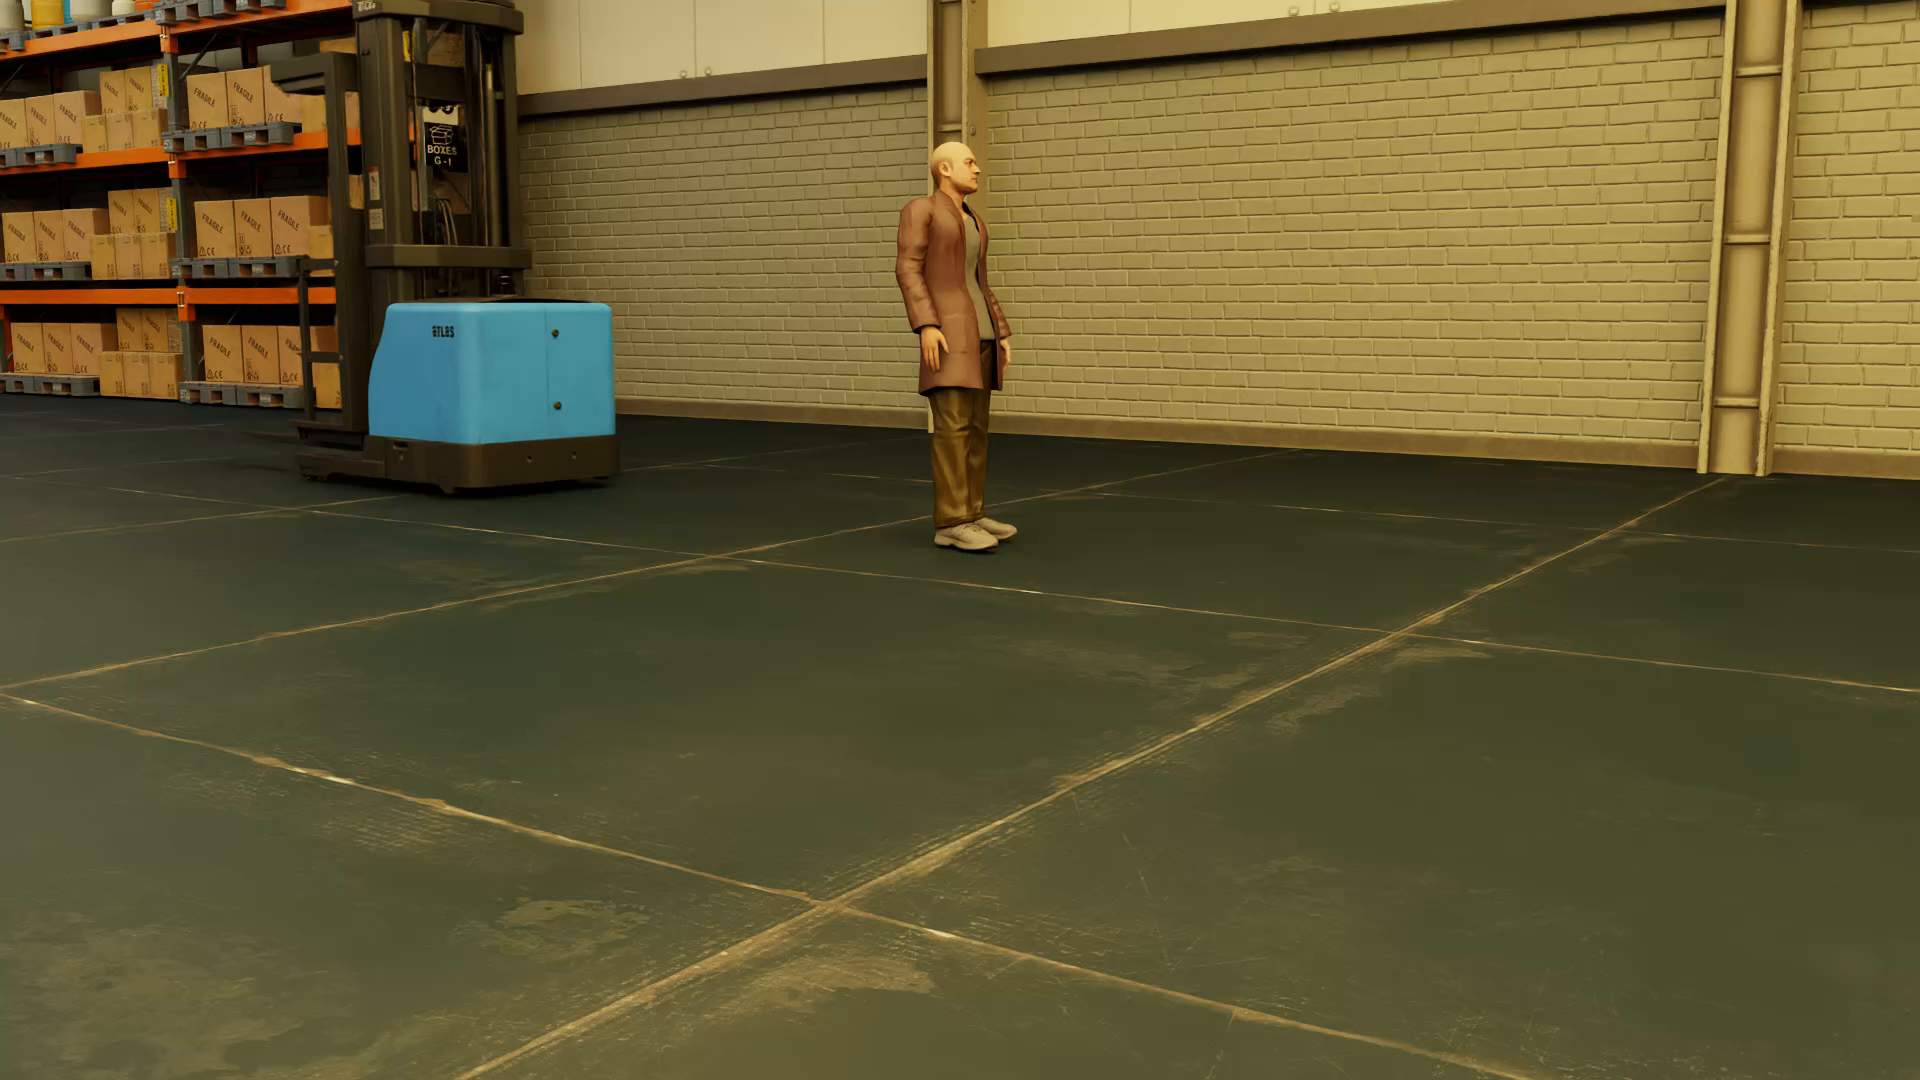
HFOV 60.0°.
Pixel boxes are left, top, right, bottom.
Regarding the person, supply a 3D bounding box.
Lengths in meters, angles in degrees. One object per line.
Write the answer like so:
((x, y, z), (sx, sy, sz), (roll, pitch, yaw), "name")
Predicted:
((0.072, -0.880, 7.423), (0.582, 1.776, 0.696), (5, 10, 34), "person")

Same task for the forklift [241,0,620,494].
((-3.450, -1.852, 10.213), (3.031, 2.935, 1.130), (7, 11, 41), "forklift")
